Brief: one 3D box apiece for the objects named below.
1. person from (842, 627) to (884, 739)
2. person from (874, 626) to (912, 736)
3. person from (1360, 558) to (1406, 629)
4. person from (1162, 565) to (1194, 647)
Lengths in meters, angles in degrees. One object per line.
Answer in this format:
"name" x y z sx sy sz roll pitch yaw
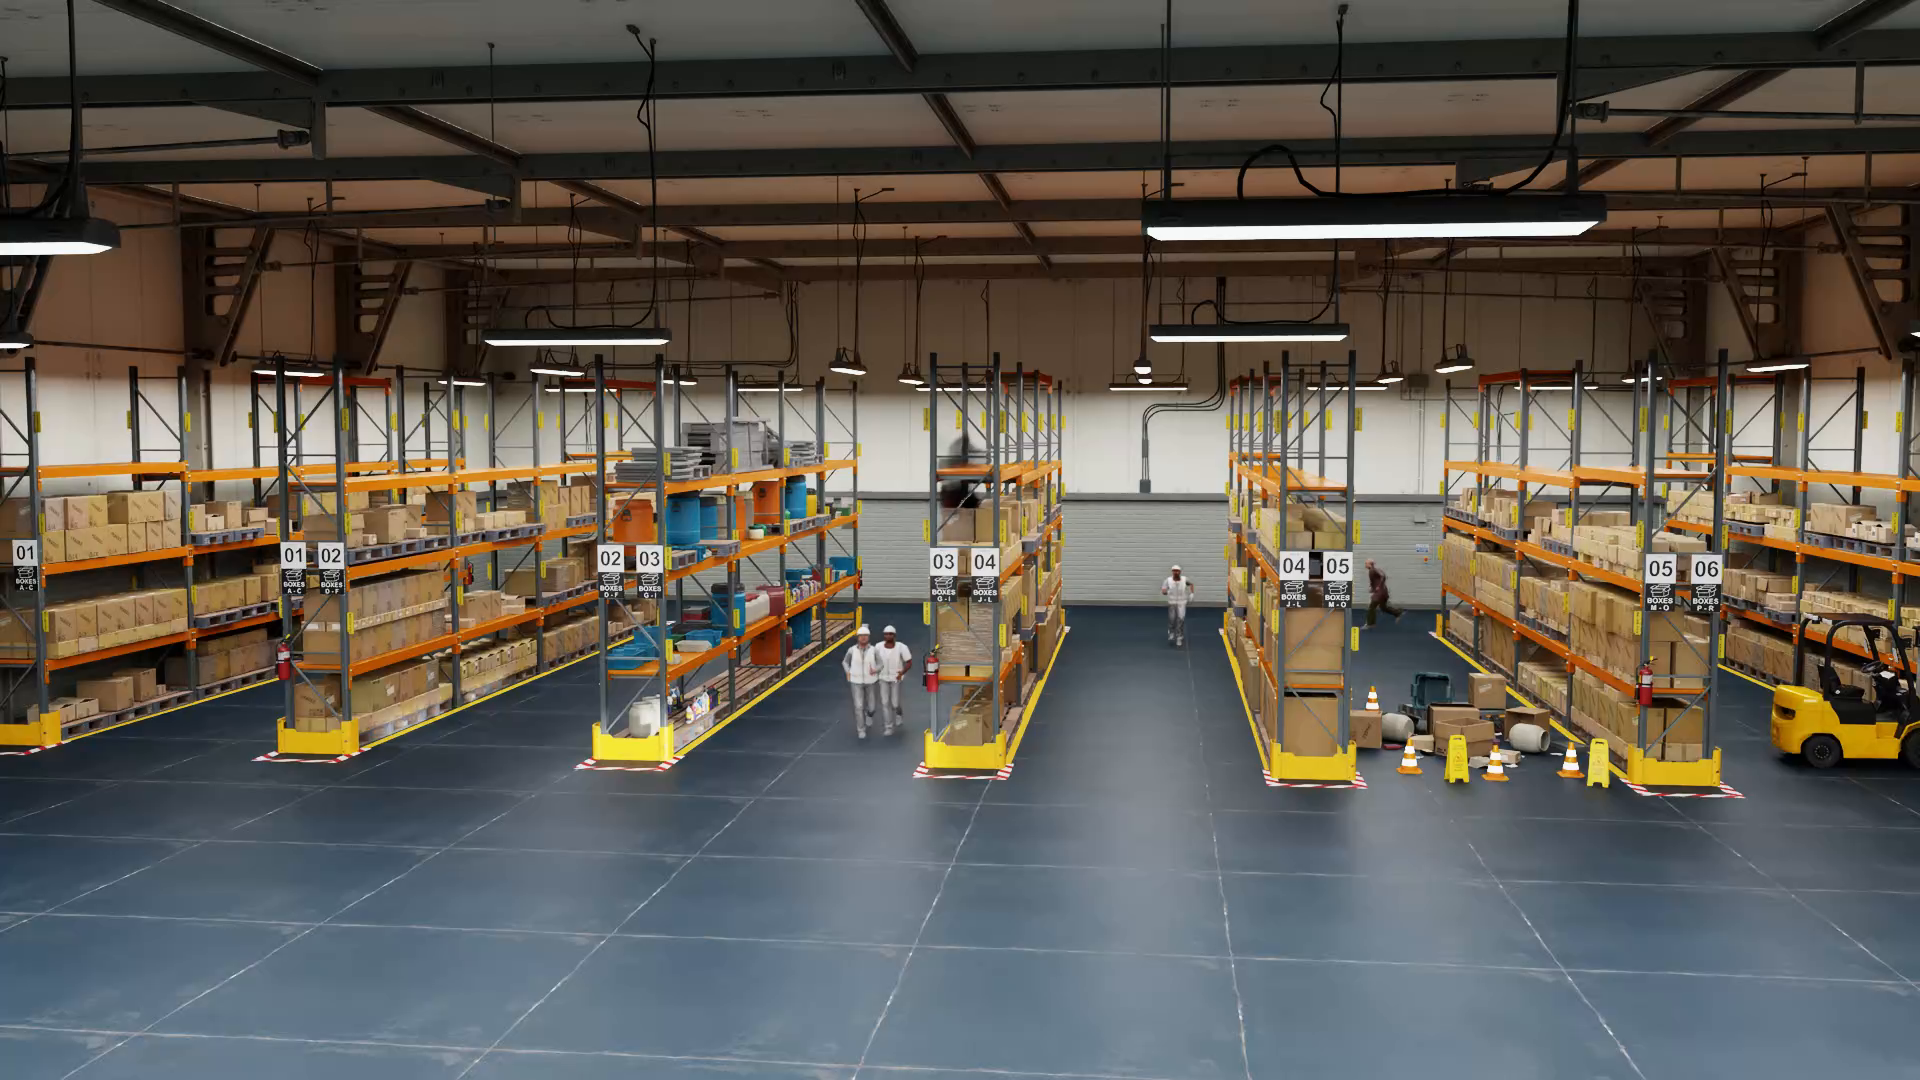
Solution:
"person" -1.547 2.260 26.528 0.668 1.739 0.803 0 4 -4
"person" -1.126 2.242 26.779 0.711 1.746 0.718 1 4 9
"person" 10.272 1.318 40.282 1.071 1.743 0.736 0 4 1
"person" 4.899 1.466 37.437 0.698 1.829 0.922 1 4 10
